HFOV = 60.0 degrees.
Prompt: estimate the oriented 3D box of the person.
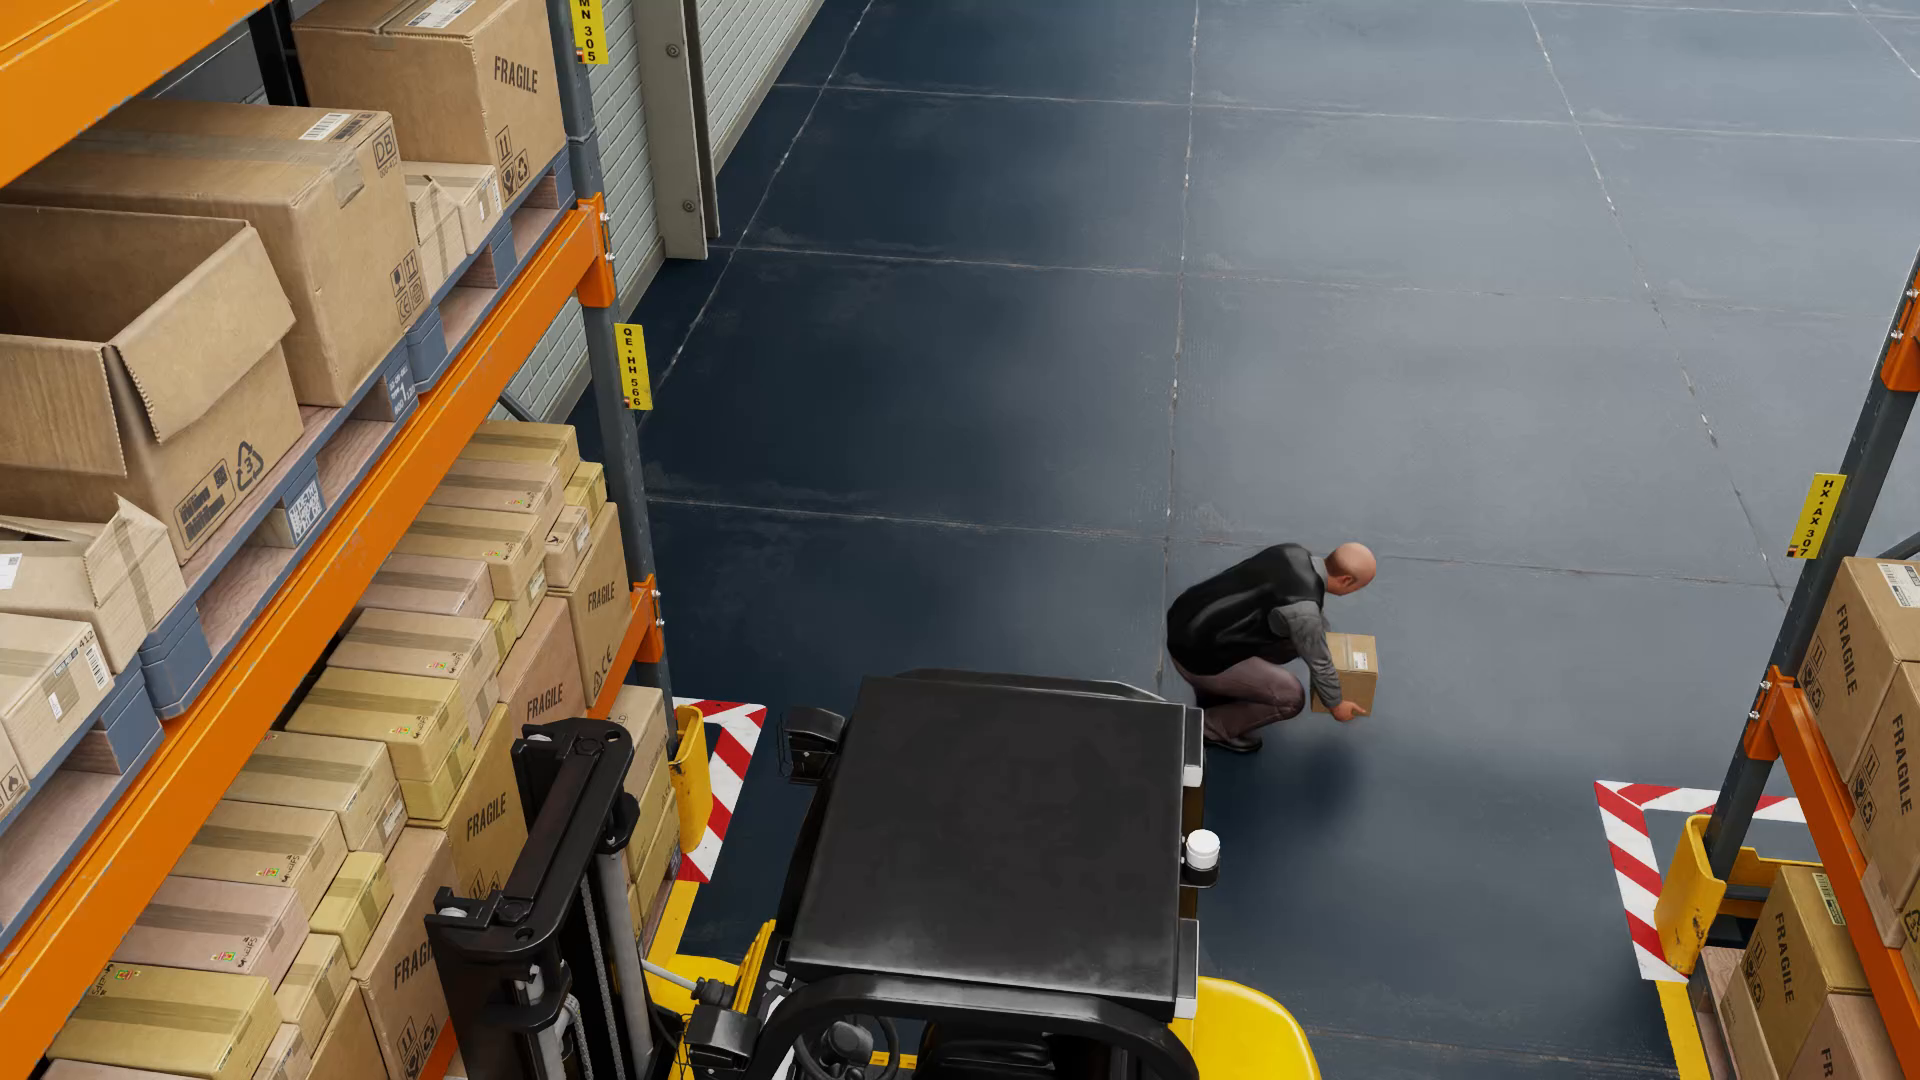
[{"bbox_3d":[1.321,0.426,7.124,0.875,0.972,0.516,4,36,5],"label":"person"}]
